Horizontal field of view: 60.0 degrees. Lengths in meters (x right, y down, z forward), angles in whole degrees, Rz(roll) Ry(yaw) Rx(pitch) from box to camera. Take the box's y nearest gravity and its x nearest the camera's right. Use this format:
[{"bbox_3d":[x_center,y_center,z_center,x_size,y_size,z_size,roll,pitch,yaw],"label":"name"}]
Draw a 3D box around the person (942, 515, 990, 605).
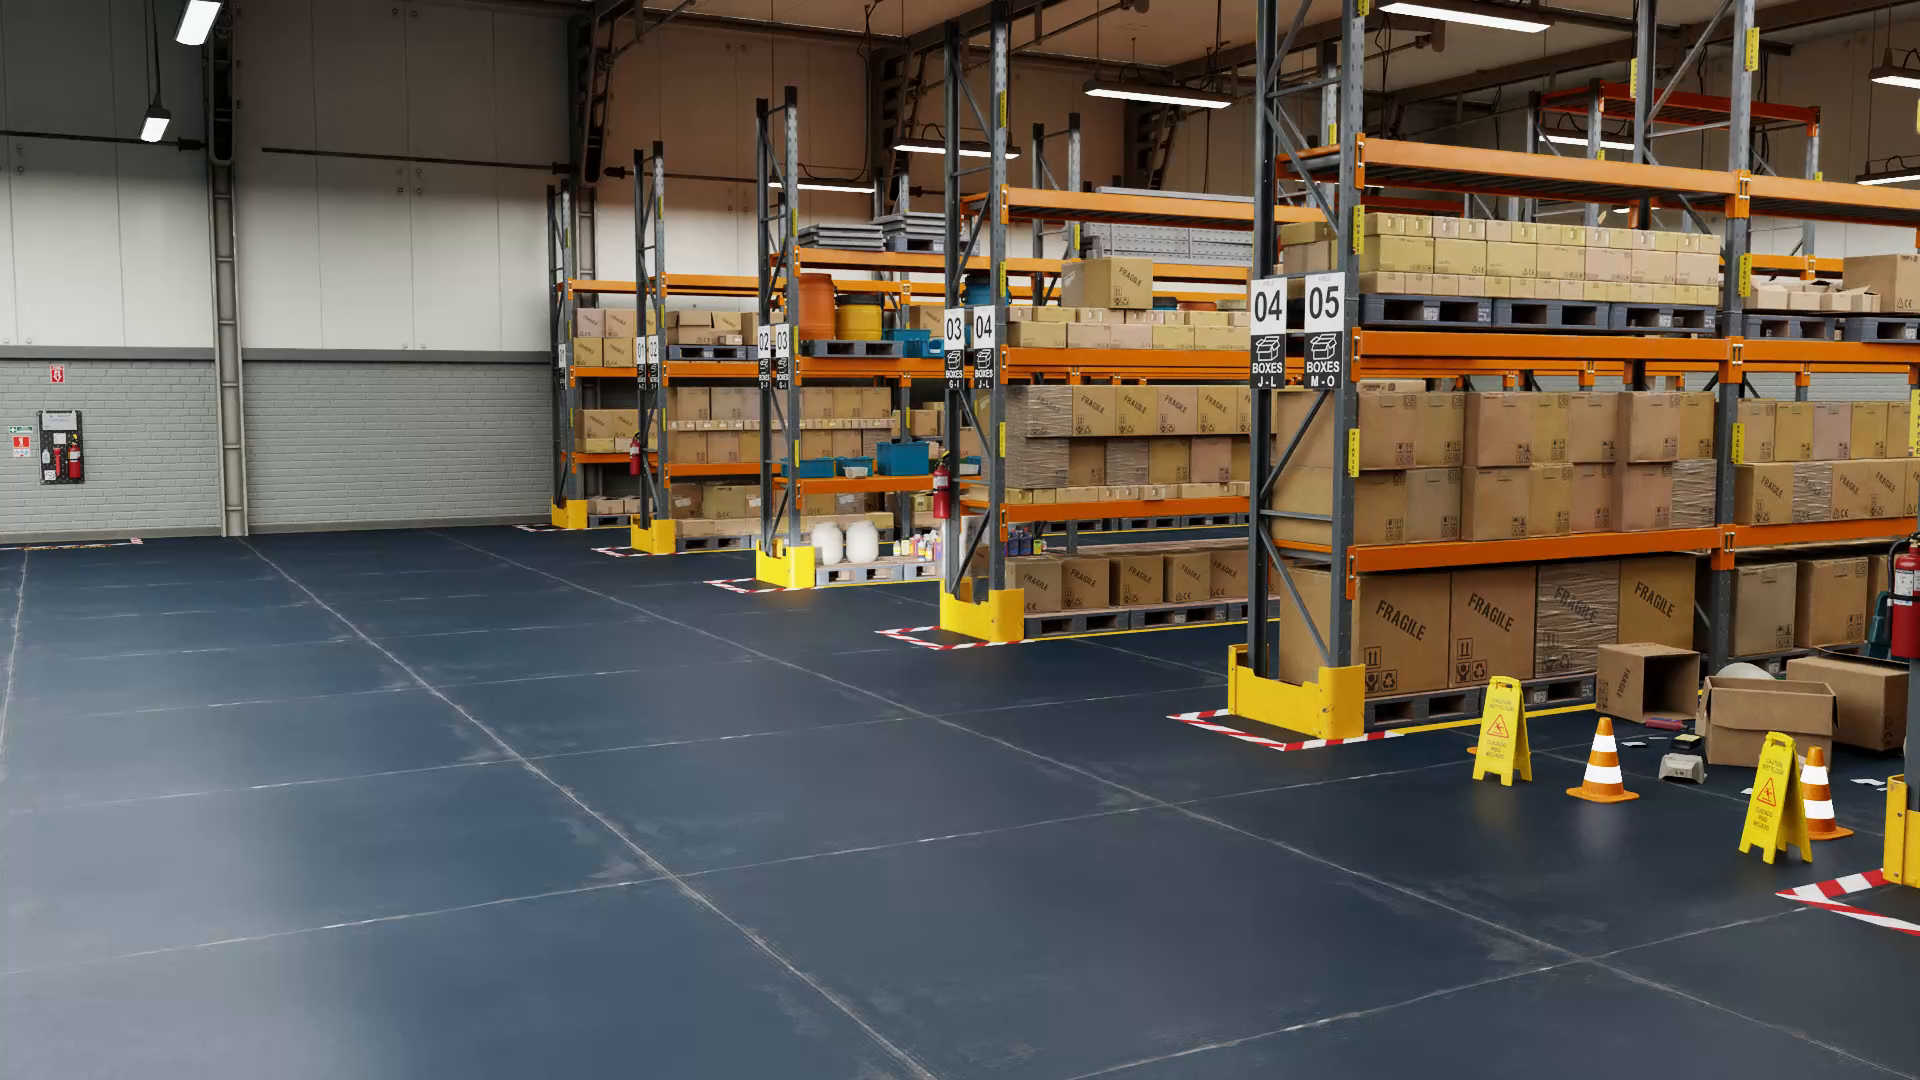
[{"bbox_3d":[0.129,0.107,18.010,0.404,1.367,0.856,-3,6,-30],"label":"person"}]
